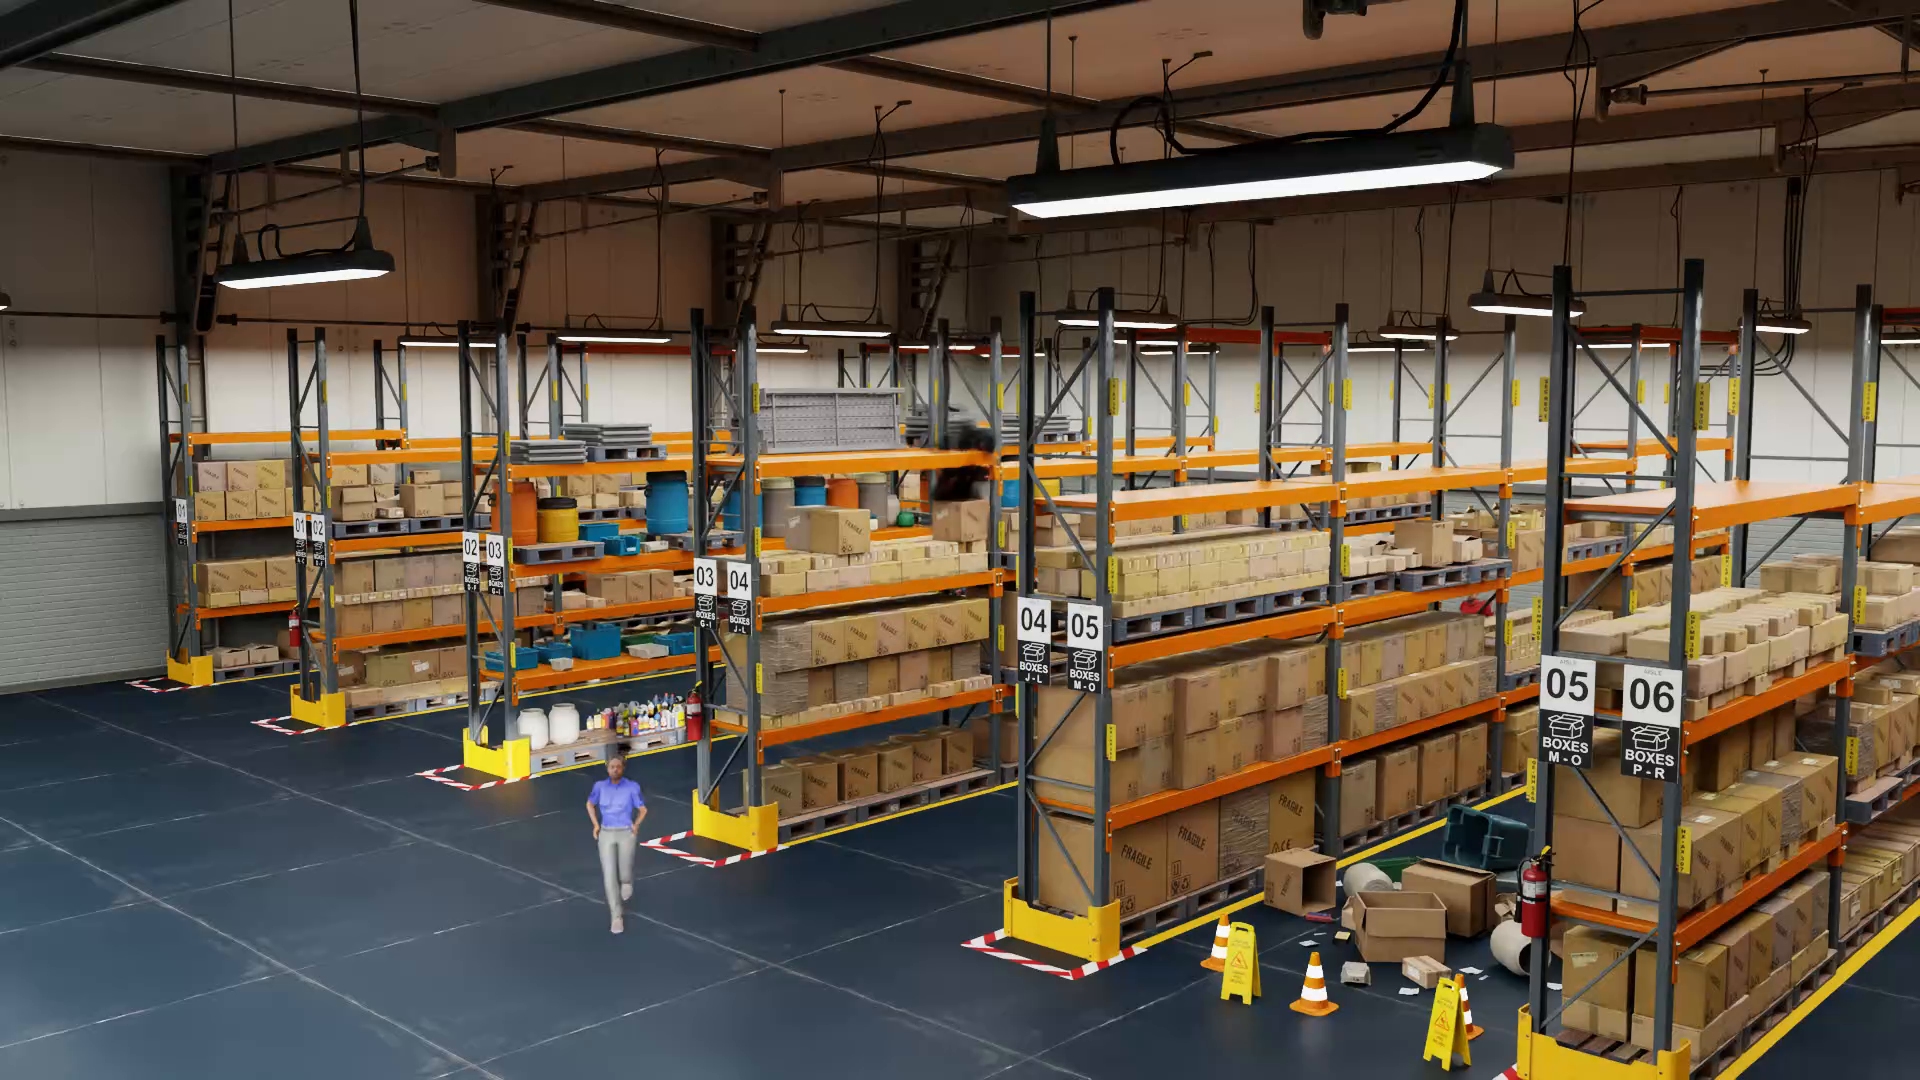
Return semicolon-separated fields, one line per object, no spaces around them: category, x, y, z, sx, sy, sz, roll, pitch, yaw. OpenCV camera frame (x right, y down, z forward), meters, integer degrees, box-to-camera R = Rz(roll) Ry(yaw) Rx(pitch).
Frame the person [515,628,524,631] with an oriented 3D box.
person;-7.820;1.551;29.849;0.582;1.665;0.578;4;7;37

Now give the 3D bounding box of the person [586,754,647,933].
person;-3.298;2.869;15.977;0.578;1.648;0.769;-1;5;-9

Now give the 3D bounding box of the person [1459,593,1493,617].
person;8.766;1.665;28.335;0.670;1.734;0.864;5;7;40
